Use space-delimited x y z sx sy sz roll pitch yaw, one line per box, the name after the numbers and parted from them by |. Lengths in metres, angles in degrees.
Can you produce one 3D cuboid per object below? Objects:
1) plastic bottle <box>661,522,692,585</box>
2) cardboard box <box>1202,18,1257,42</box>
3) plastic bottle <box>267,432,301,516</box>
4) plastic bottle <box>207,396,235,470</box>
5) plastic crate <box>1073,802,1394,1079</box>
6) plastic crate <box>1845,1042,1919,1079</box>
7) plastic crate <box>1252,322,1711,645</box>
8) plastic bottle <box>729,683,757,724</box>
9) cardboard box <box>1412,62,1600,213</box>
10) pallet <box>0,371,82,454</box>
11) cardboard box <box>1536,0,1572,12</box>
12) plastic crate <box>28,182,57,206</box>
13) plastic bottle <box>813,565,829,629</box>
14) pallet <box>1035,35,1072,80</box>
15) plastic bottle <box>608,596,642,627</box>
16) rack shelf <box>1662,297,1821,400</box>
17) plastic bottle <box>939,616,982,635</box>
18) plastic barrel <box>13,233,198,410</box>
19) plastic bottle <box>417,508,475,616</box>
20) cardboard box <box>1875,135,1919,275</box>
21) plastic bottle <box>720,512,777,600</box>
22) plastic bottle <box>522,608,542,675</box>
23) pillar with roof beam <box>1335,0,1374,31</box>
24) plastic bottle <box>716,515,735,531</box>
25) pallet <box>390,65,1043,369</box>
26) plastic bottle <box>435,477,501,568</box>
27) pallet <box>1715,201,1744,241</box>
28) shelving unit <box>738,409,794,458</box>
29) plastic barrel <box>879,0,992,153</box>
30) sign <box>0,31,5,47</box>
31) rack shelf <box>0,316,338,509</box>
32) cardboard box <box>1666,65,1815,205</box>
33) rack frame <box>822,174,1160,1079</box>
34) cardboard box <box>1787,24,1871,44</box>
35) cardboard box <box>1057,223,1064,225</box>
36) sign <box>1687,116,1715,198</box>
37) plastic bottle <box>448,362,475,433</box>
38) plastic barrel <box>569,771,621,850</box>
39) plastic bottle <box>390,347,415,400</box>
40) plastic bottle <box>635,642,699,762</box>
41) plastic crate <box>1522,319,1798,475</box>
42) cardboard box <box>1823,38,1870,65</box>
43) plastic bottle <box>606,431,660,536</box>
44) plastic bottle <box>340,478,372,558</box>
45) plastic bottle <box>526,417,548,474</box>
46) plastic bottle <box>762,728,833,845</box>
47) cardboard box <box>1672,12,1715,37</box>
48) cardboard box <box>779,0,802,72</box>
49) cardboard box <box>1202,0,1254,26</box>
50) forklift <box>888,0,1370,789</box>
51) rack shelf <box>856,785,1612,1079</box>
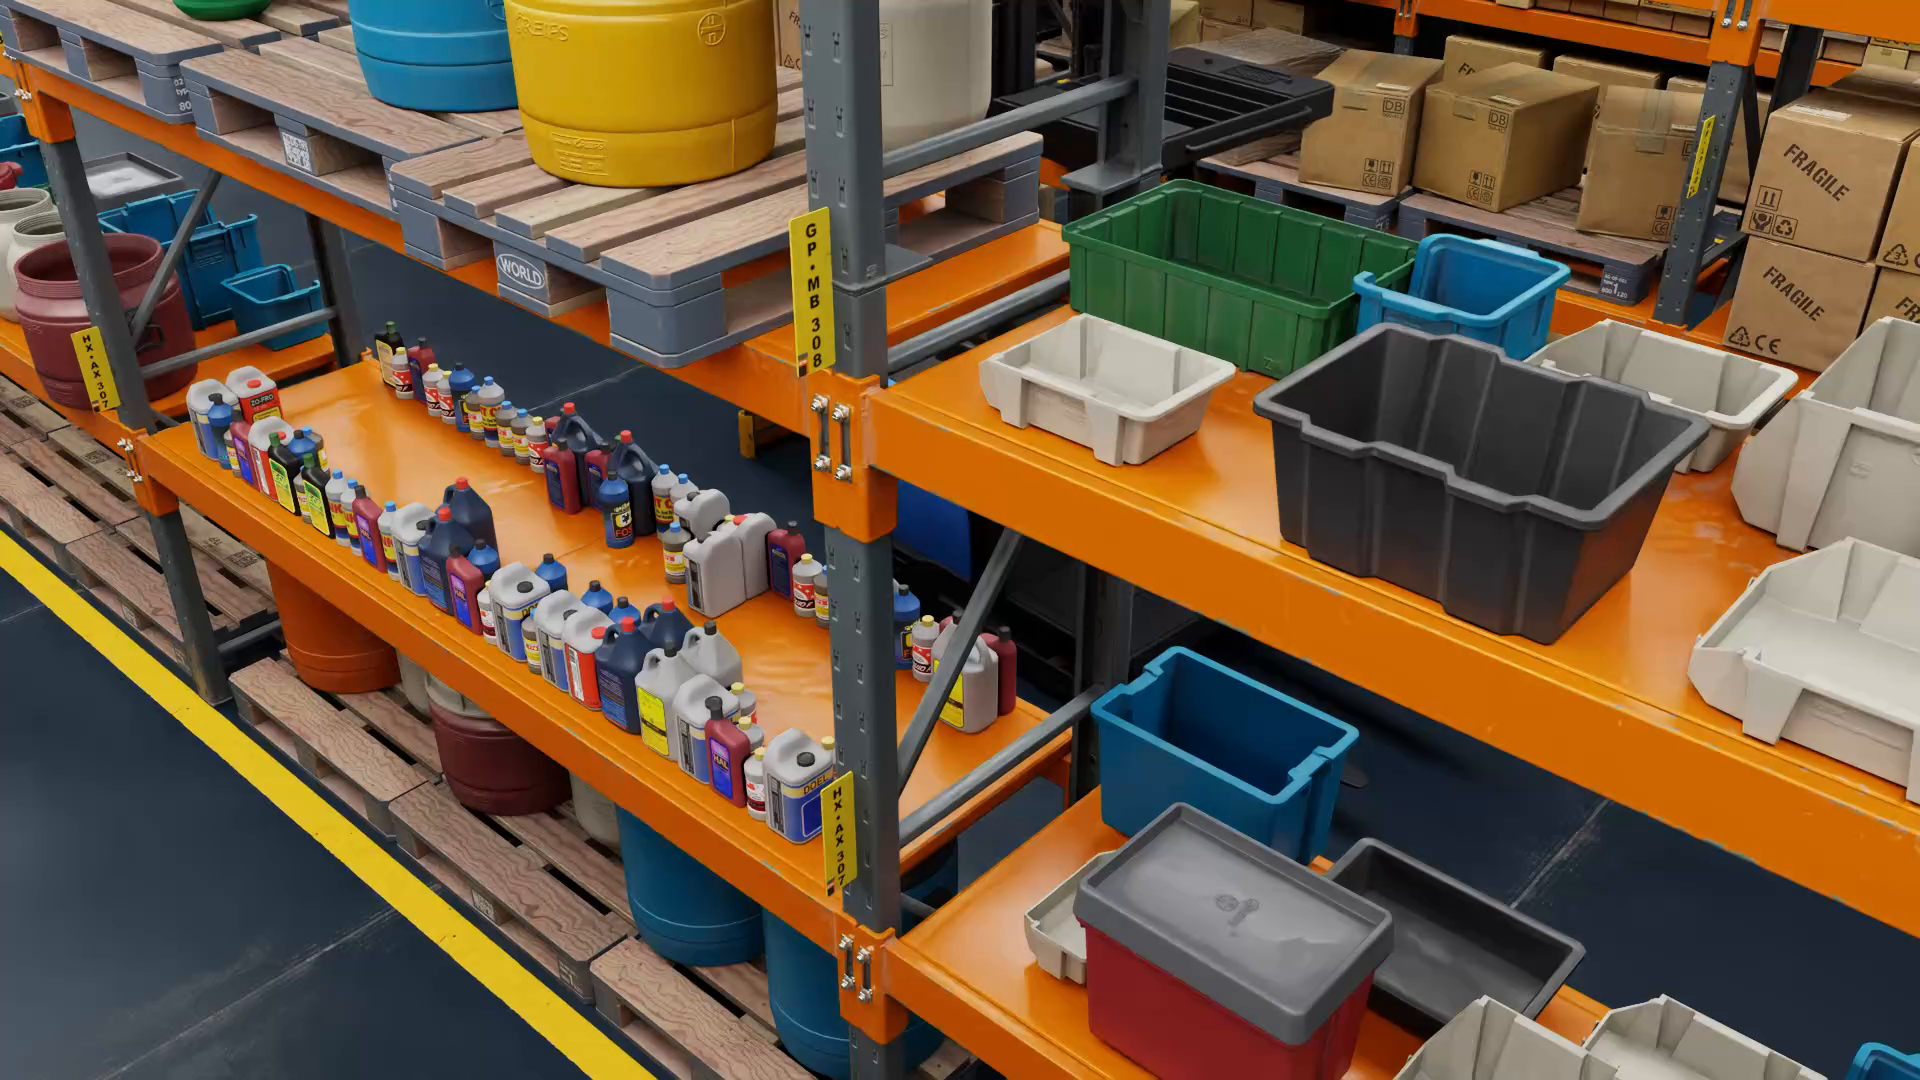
-0.930 0.036 5.474 0.097 0.201 0.097 0 31 0 | plastic bottle
2.508 -4.300 14.481 0.500 0.500 0.700 25 39 35 | cardboard box
-2.364 -0.233 5.842 0.133 0.283 0.061 25 39 35 | plastic bottle
-2.708 -0.401 6.133 0.097 0.271 0.097 0 31 0 | plastic bottle
0.580 0.956 3.634 0.583 0.464 0.402 25 39 35 | plastic crate
1.891 1.263 3.347 0.300 0.233 0.416 25 39 35 | plastic crate
0.823 -0.091 2.710 0.590 0.269 0.497 25 39 35 | plastic crate
-0.624 0.496 4.711 0.097 0.201 0.097 0 31 0 | plastic bottle
2.659 -1.975 8.118 0.700 0.500 0.500 -22 38 -32 | cardboard box
-5.237 -0.713 9.230 1.213 0.211 1.003 25 39 35 | pallet
4.448 -4.013 12.231 0.250 0.149 0.380 25 39 35 | cardboard box
-4.364 -1.579 8.171 0.662 0.188 0.450 25 39 35 | plastic crate
-0.412 0.172 5.248 0.097 0.201 0.097 0 31 0 | plastic bottle
1.381 -4.490 15.503 1.213 0.211 1.003 25 39 35 | pallet
-0.998 0.291 4.983 0.097 0.271 0.097 0 31 0 | plastic bottle
4.896 -0.289 6.519 4.000 0.370 1.077 25 39 35 | rack shelf
0.002 0.318 4.927 0.133 0.283 0.061 25 39 35 | plastic bottle
-3.427 -0.884 6.678 0.708 0.536 0.600 25 39 35 | plastic barrel
-1.631 0.051 5.305 0.185 0.351 0.144 25 39 35 | plastic bottle
3.956 -1.311 6.453 0.500 0.500 0.500 24 38 34 | cardboard box
-0.688 0.031 5.411 0.135 0.276 0.152 25 39 35 | plastic bottle
-1.272 0.299 5.038 0.097 0.201 0.097 0 31 0 | plastic bottle
0.496 -6.274 9.946 0.400 9.000 9.100 25 39 35 | pillar with roof beam
-0.755 0.012 5.514 0.097 0.201 0.097 0 31 0 | plastic bottle
-0.560 -0.834 4.002 1.003 0.211 1.213 25 39 35 | pallet
-1.629 -0.054 5.479 0.185 0.351 0.144 25 39 35 | plastic bottle
6.112 -2.228 11.747 1.213 0.211 1.003 25 39 35 | pallet
-0.615 -1.011 8.475 0.587 1.500 1.083 -26 39 -36 | shelving unit
-0.136 -1.197 3.884 0.433 0.535 0.433 0 31 0 | plastic barrel
-3.243 -1.808 5.538 0.005 0.325 0.100 25 39 35 | sign
-4.362 -1.165 7.974 4.000 0.370 1.077 25 39 35 | rack shelf
5.504 -2.925 11.878 0.750 0.750 0.750 26 40 36 | cardboard box
0.086 0.604 4.339 0.127 3.000 1.000 25 39 35 | rack frame
5.838 -3.600 10.916 0.500 0.500 0.500 25 39 35 | cardboard box
0.593 -1.524 9.871 0.500 0.500 0.500 27 40 37 | cardboard box
3.043 -1.572 6.830 0.005 0.325 0.100 25 39 35 | sign
-1.904 -0.554 6.387 0.097 0.271 0.097 0 31 0 | plastic bottle
-1.189 0.820 5.984 0.421 0.512 0.421 0 31 0 | plastic barrel
-2.220 -0.672 6.650 0.097 0.201 0.097 0 31 0 | plastic bottle
-0.815 0.432 4.672 0.185 0.351 0.144 25 39 35 | plastic bottle
1.285 -0.274 3.144 0.466 0.136 0.293 25 39 35 | plastic crate
5.929 -3.279 11.013 0.250 0.149 0.380 26 40 36 | cardboard box
-1.120 -0.206 5.731 0.185 0.351 0.144 25 39 35 | plastic bottle
-2.023 -0.082 5.602 0.097 0.271 0.097 0 31 0 | plastic bottle
-1.544 -0.356 6.126 0.097 0.201 0.097 0 31 0 | plastic bottle
-0.423 0.644 4.392 0.135 0.276 0.152 25 39 35 | plastic bottle
5.192 -3.647 11.624 0.250 0.149 0.380 26 40 37 | cardboard box
-0.808 -3.291 10.711 0.500 0.500 0.500 23 38 33 | cardboard box
2.435 -4.634 14.310 0.500 0.250 0.500 25 39 35 | cardboard box
0.724 -0.818 6.767 1.130 2.935 3.031 -26 39 -36 | forklift
1.569 1.604 3.374 4.000 0.370 1.077 25 39 35 | rack shelf
